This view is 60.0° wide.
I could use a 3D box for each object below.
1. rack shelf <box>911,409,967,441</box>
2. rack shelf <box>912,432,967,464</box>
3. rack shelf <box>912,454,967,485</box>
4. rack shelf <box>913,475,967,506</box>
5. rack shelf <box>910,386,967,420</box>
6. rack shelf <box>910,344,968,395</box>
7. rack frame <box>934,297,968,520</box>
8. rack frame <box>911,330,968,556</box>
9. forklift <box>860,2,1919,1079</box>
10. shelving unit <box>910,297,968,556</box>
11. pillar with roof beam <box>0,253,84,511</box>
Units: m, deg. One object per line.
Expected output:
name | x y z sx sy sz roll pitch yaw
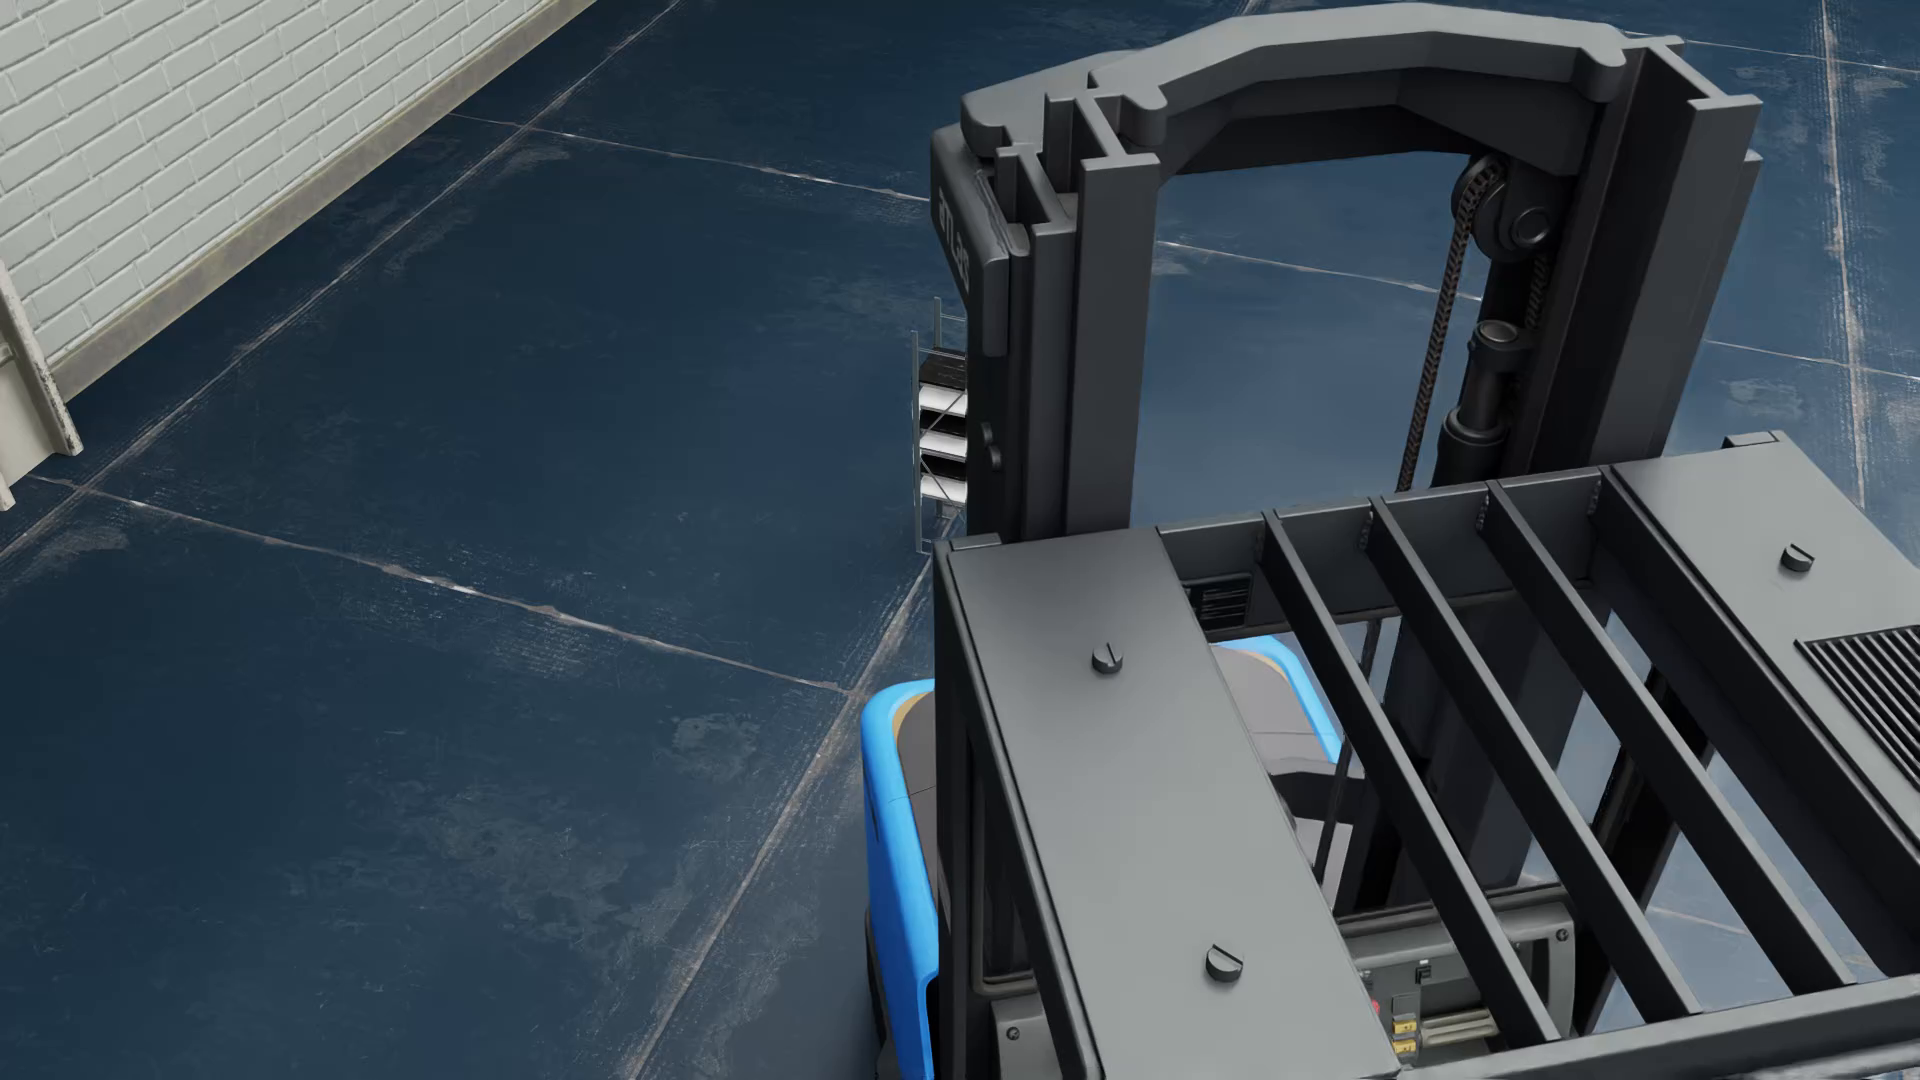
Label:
rack shelf | -0.003 -0.381 5.415 0.258 0.077 0.200 13 42 15
rack shelf | -0.003 -0.312 5.474 0.258 0.077 0.200 13 42 15
rack shelf | -0.003 -0.244 5.532 0.258 0.077 0.200 13 42 15
rack shelf | -0.003 -0.175 5.591 0.258 0.077 0.200 13 42 15
rack shelf | -0.003 -0.449 5.357 0.258 0.077 0.200 13 42 15
rack shelf | -0.003 -0.517 5.299 0.258 0.077 0.200 13 42 15
rack frame | 0.032 -0.399 5.525 0.240 0.900 0.006 13 42 15
rack frame | -0.038 -0.275 5.379 0.240 0.900 0.006 13 42 15
forklift | 0.560 0.906 2.430 1.130 2.935 3.031 -8 41 -9
shelving unit | -0.003 -0.337 5.452 0.258 0.900 0.210 13 42 15
pillar with roof beam | 0.598 -2.723 2.008 9.100 9.000 0.400 13 42 15
